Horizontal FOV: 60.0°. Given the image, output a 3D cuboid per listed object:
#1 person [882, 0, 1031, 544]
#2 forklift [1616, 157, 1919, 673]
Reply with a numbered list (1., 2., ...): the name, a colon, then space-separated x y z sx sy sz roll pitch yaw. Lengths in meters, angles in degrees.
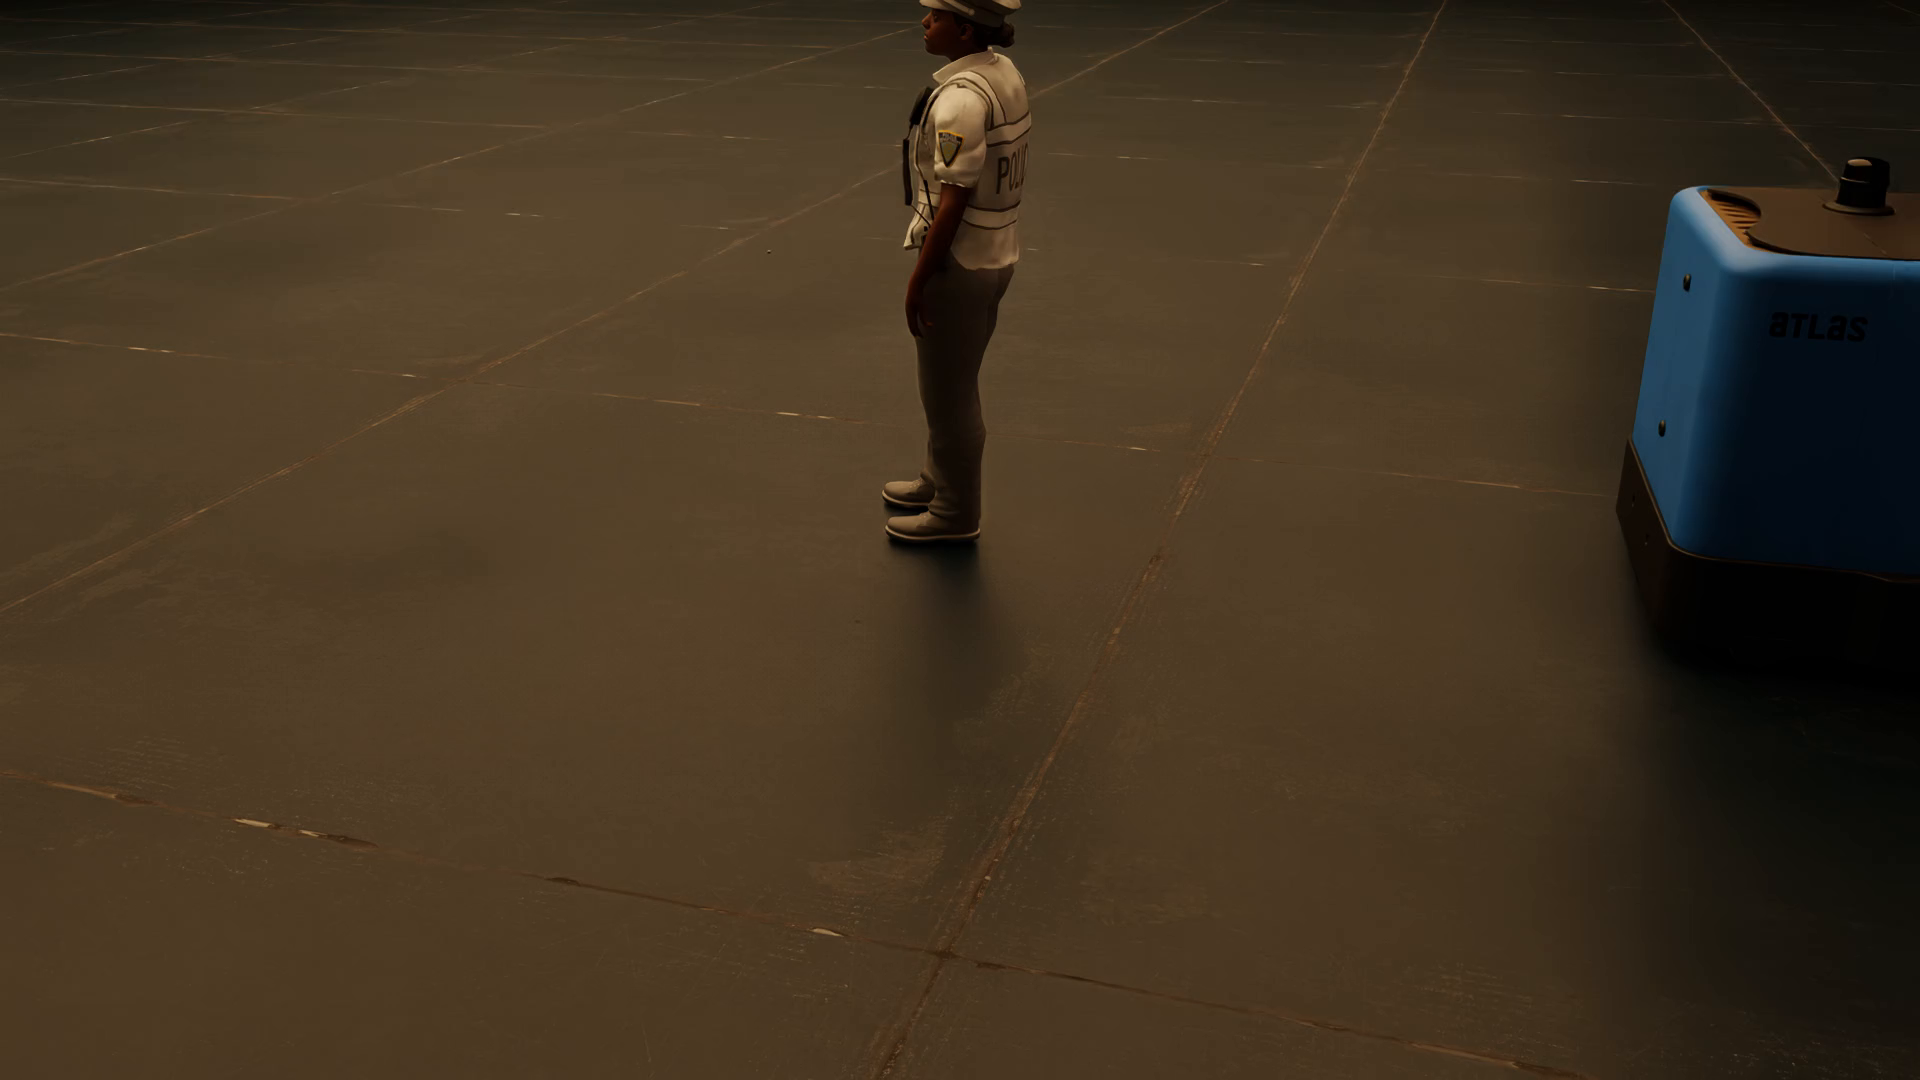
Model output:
1. person: -0.066 -0.806 4.833 0.528 1.695 0.569 7 23 16
2. forklift: 3.400 -1.082 3.900 3.031 2.935 1.130 5 23 13
